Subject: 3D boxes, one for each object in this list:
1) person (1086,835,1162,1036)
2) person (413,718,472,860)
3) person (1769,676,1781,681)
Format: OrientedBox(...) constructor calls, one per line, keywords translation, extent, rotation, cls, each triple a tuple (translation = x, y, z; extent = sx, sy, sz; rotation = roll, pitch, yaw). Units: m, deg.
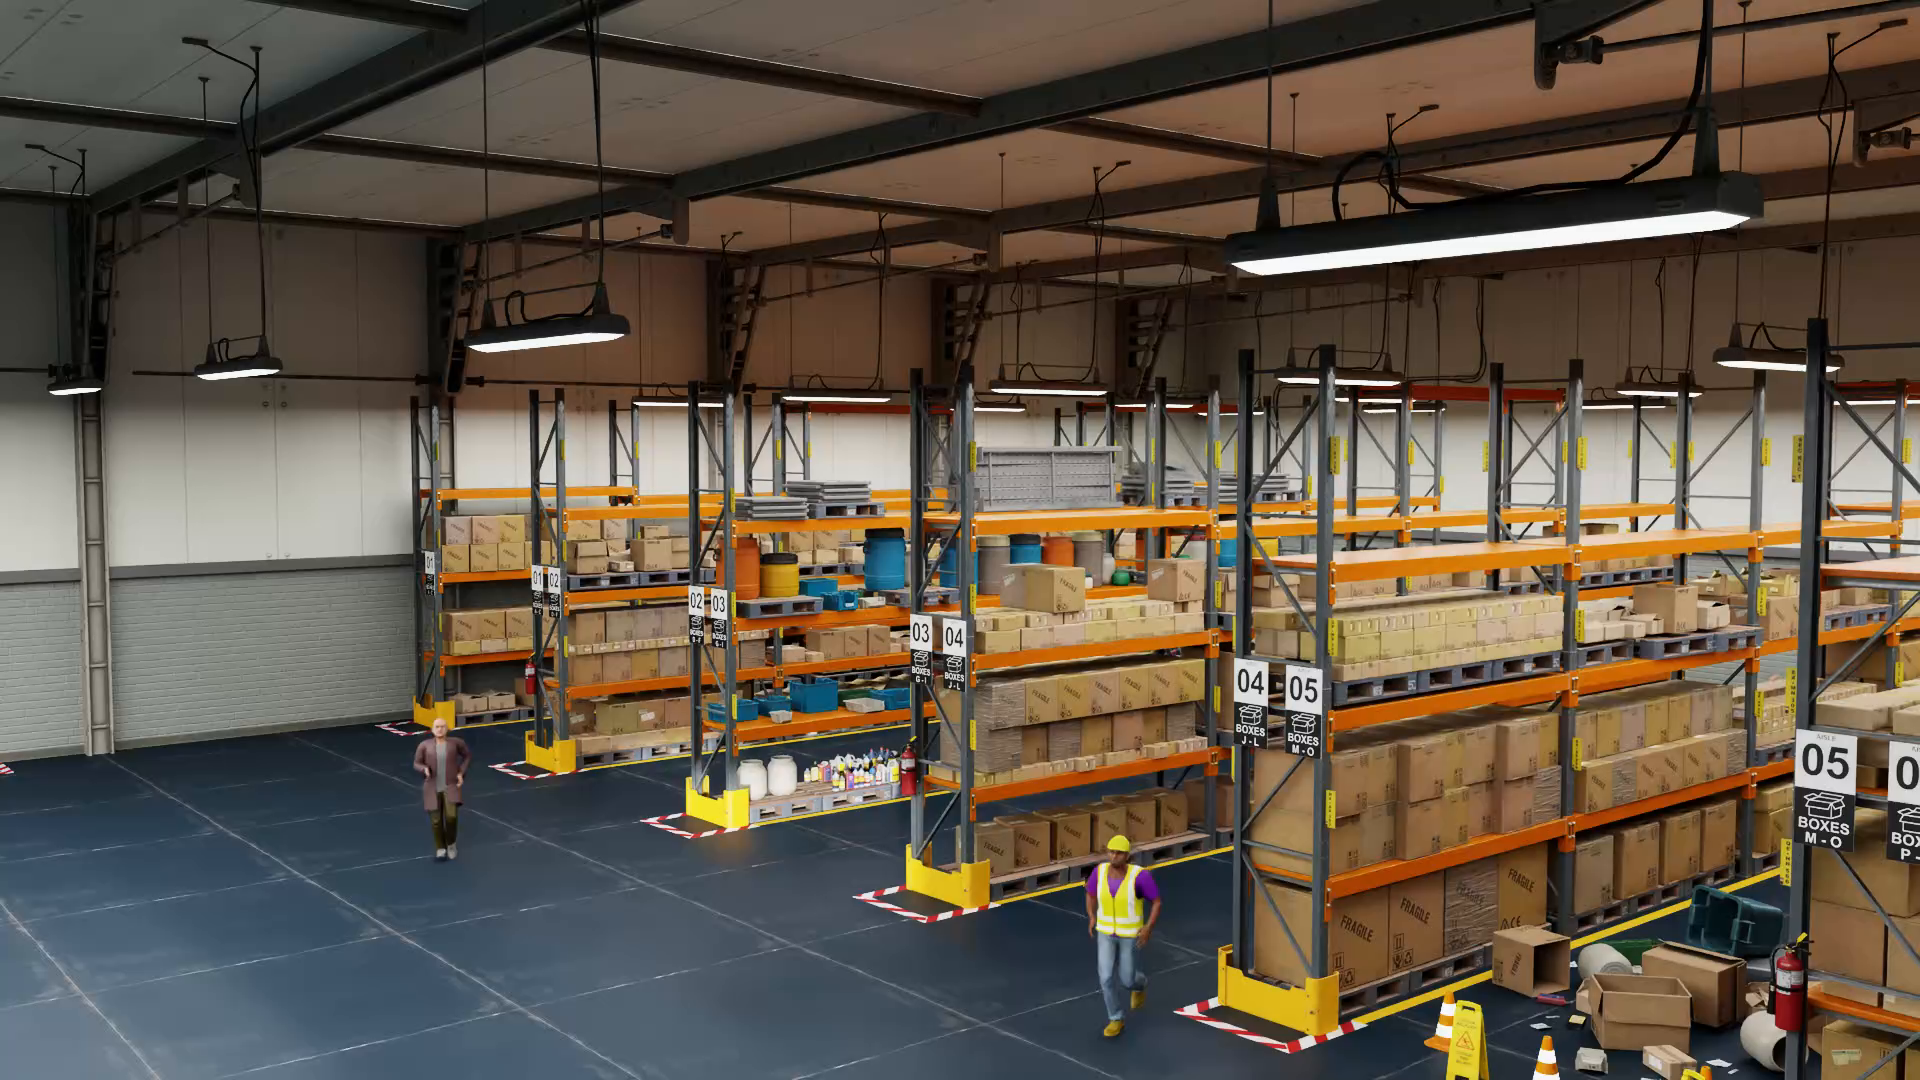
OrientedBox(translation=(1.436, 3.441, 14.682), extent=(0.705, 1.722, 0.691), rotation=(1, 4, 22), cls="person")
OrientedBox(translation=(-6.369, 3.122, 20.462), extent=(0.694, 1.682, 0.673), rotation=(-1, 3, -14), cls="person")
OrientedBox(translation=(12.165, 2.870, 24.752), extent=(0.735, 1.711, 0.667), rotation=(-3, 4, -41), cls="person")
